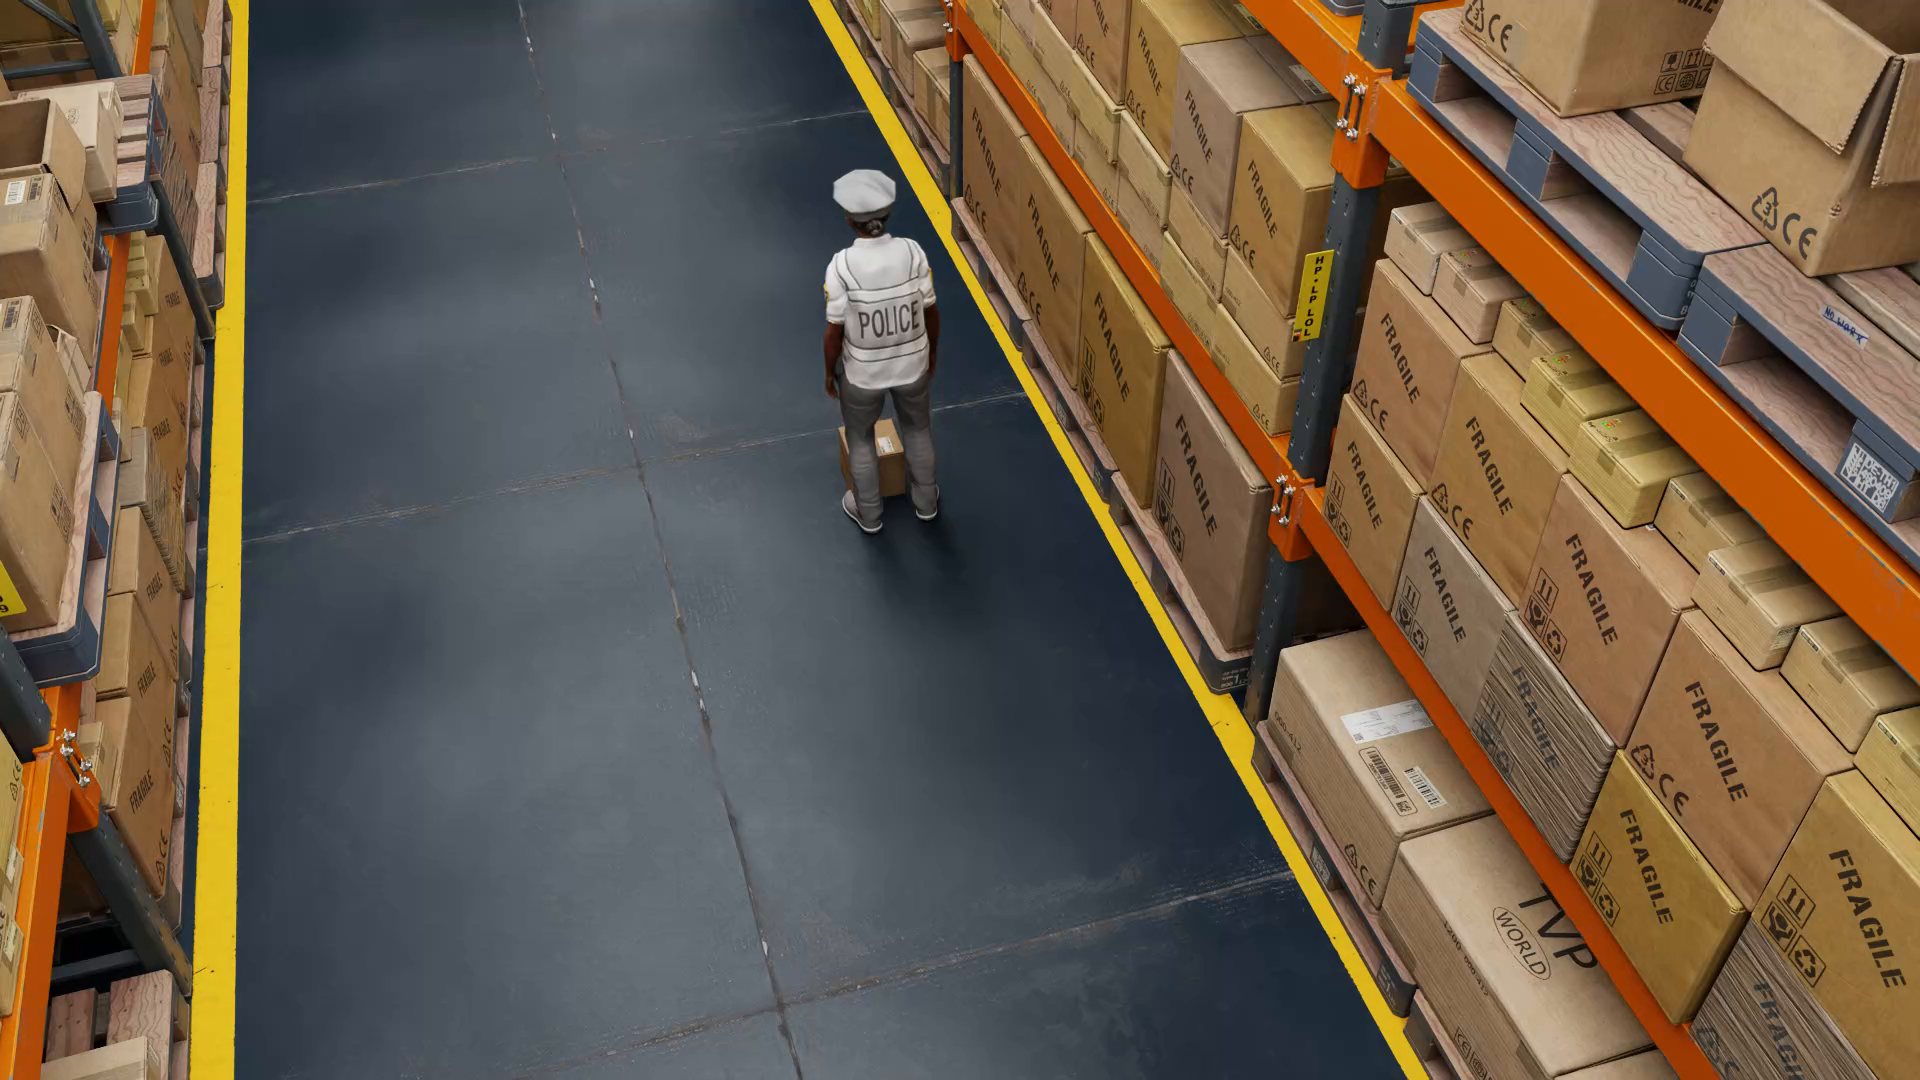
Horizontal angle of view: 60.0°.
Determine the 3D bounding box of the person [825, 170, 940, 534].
[{"bbox_3d":[-0.317,-0.735,6.962,0.507,1.660,0.393,-12,44,-13],"label":"person"}]
